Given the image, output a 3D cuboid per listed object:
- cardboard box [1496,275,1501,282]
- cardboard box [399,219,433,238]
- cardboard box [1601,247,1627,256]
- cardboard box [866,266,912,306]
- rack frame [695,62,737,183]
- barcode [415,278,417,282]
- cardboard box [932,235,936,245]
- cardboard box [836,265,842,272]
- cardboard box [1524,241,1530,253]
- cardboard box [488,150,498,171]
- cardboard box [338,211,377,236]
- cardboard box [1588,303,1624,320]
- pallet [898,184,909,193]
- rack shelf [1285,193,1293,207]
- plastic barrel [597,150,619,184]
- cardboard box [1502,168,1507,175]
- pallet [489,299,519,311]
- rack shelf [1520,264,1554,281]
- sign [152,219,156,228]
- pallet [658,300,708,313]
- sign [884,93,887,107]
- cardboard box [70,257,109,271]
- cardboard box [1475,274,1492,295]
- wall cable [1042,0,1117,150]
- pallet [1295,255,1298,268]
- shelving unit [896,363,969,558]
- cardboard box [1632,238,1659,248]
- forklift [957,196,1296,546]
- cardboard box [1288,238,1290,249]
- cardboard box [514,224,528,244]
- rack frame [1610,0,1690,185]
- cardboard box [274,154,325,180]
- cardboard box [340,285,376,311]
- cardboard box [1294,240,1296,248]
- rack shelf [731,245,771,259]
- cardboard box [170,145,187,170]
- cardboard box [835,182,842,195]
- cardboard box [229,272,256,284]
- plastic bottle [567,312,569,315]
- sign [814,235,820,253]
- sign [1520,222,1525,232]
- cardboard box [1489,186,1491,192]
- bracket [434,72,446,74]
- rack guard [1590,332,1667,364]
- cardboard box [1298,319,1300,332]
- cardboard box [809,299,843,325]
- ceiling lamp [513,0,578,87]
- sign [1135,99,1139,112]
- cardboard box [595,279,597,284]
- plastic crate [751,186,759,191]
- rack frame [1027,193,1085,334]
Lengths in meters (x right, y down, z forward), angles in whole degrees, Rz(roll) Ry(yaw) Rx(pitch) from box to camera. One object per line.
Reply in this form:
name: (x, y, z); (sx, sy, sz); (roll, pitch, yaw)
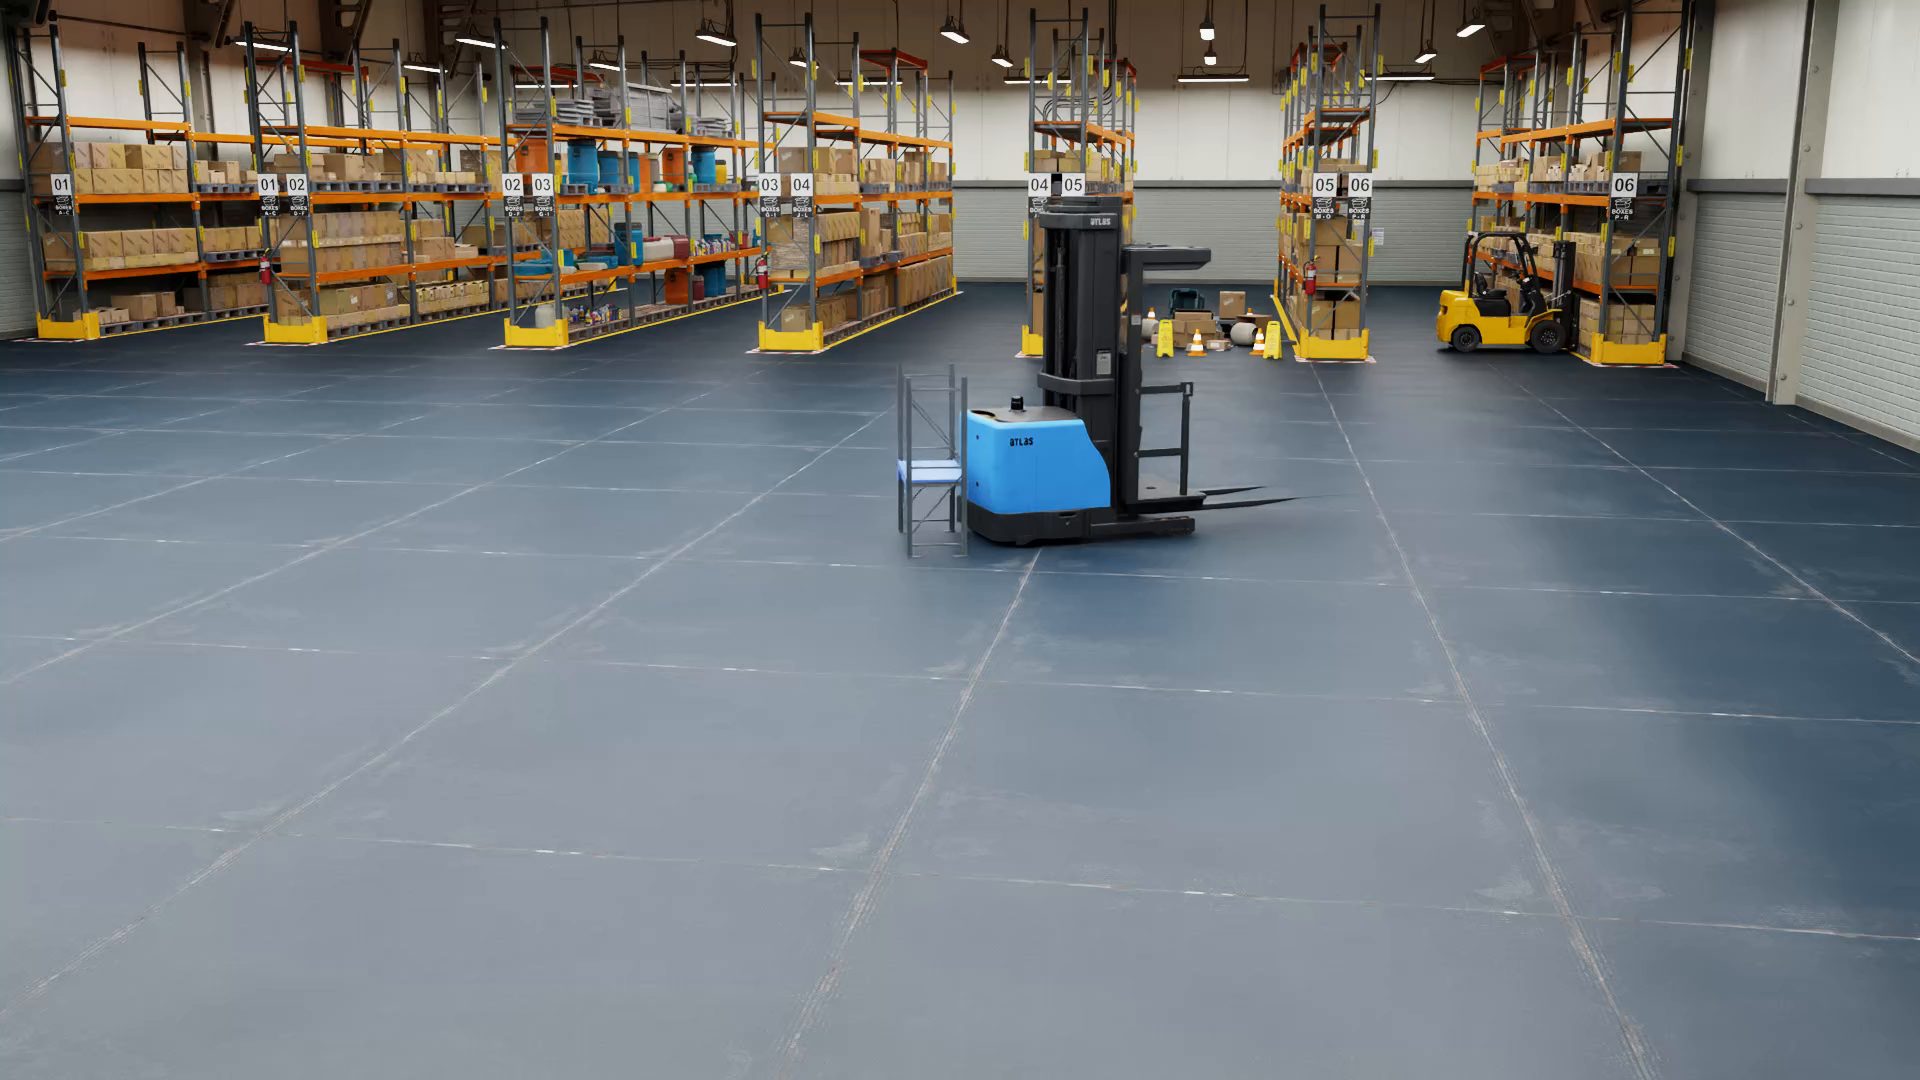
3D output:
cardboard box: (13.061, -6.274, 39.883); (0.380, 0.149, 0.250); (2, 12, 11)
cardboard box: (-15.556, -8.723, 47.139); (0.980, 0.700, 0.700); (2, 12, 8)
cardboard box: (11.310, -4.989, 28.746); (0.380, 0.149, 0.250); (2, 12, 9)
cardboard box: (-1.807, -5.998, 39.251); (1.225, 0.875, 0.875); (1, 12, 6)
rack frame: (-6.212, -10.614, 42.384); (1.000, 3.000, 0.127); (2, 12, 9)
barcode: (-11.886, -5.679, 36.337); (0.001, 0.075, 0.075); (2, 12, 9)
cardboard box: (-0.906, -7.786, 43.150); (0.500, 0.250, 0.500); (2, 12, 8)
cardboard box: (-2.536, -5.367, 32.872); (0.380, 0.149, 0.250); (2, 12, 9)
cardboard box: (12.430, -6.295, 35.750); (0.500, 0.250, 0.500); (2, 12, 9)
cardboard box: (-11.569, -9.211, 40.382); (0.500, 0.500, 0.500); (2, 12, 9)
cardboard box: (-12.552, -6.558, 34.489); (0.700, 0.500, 0.500); (2, 12, 9)
cardboard box: (11.296, -3.998, 29.080); (0.500, 0.250, 0.500); (2, 12, 11)
pallet: (-1.887, -8.198, 38.742); (1.213, 0.211, 1.003); (2, 12, 11)
rack shelf: (8.166, -7.898, 38.610); (1.077, 0.370, 4.000); (2, 12, 9)
plastic barrel: (-7.579, -7.840, 35.444); (0.600, 0.901, 0.708); (2, 12, 9)
cardboard box: (12.835, -8.571, 38.681); (0.380, 0.149, 0.250); (2, 12, 8)
pallet: (-11.569, -5.801, 40.910); (1.003, 0.211, 1.213); (2, 12, 9)
rack shelf: (12.456, -5.439, 34.319); (1.077, 0.370, 4.000); (2, 12, 9)
sign: (-17.781, -6.920, 36.736); (0.100, 0.325, 0.005); (2, 12, 9)
pallet: (-6.747, -5.651, 40.214); (1.003, 0.211, 1.213); (2, 12, 9)
sign: (-1.863, -11.011, 41.632); (0.100, 0.325, 0.005); (2, 12, 9)
cardboard box: (-17.458, -5.532, 33.352); (0.500, 0.250, 0.500); (2, 12, 7)
cardboard box: (13.637, -6.555, 42.725); (0.700, 0.500, 0.500); (2, 12, 11)
wall cable: (3.572, -13.924, 50.108); (2.277, 5.999, 0.120); (2, 12, 9)
pallet: (7.595, -5.860, 35.020); (1.003, 0.211, 1.213); (2, 12, 9)
shelving unit: (-0.245, -0.697, 14.168); (0.538, 1.500, 1.048); (-1, 12, -6)
cardboard box: (11.796, -5.116, 28.630); (0.380, 0.149, 0.250); (2, 12, 8)
forklift: (1.545, -1.553, 14.744); (3.031, 2.935, 1.130); (-4, 13, -20)
cardboard box: (7.757, -6.754, 37.883); (0.500, 0.250, 0.500); (2, 12, 7)
cardboard box: (-11.317, -7.727, 41.994); (0.700, 0.500, 0.500); (-1, 12, -6)
rack frame: (11.534, -7.474, 27.816); (1.000, 3.000, 0.127); (2, 12, 9)
cardboard box: (-12.859, -7.255, 32.342); (0.797, 0.503, 0.637); (3, 12, 13)
cardboard box: (-12.416, -4.989, 34.273); (0.500, 0.500, 0.500); (2, 12, 9)
cardboard box: (7.488, -6.572, 35.928); (0.500, 0.500, 0.500); (3, 12, 12)
rack shelf: (-5.905, -7.746, 45.024); (1.077, 0.370, 4.000); (2, 12, 9)
cardboard box: (-17.041, -8.238, 35.820); (0.500, 0.500, 0.500); (1, 12, 4)
cardboard box: (-2.606, -6.827, 32.287); (0.500, 0.250, 0.500); (2, 12, 10)
cardboard box: (-16.899, -6.154, 39.038); (0.500, 0.250, 0.500); (2, 12, 8)
plastic bottle: (-8.100, -4.615, 34.032); (0.144, 0.351, 0.185); (2, 12, 11)
sign: (-2.627, -5.429, 30.508); (0.100, 0.325, 0.005); (2, 12, 9)
sign: (12.226, -6.750, 36.134); (0.100, 0.325, 0.005); (2, 12, 9)
cardboard box: (13.378, -8.733, 41.370); (0.380, 0.149, 0.250); (2, 12, 9)
bracket: (-15.539, -14.020, 49.642); (0.235, 0.232, 0.430); (2, 12, 9)
rack guard: (11.530, -3.315, 28.688); (1.175, 0.500, 0.348); (2, 12, 9)
cardboard box: (6.815, -4.170, 32.253); (0.500, 0.250, 0.500); (3, 12, 12)
cardboard box: (-2.730, -4.637, 33.829); (0.500, 0.500, 0.500); (6, 14, 27)
ceiling lamp: (-12.478, -15.098, 49.335); (2.000, 3.185, 0.800); (2, 12, 9)
sign: (4.728, -11.616, 44.442); (0.100, 0.325, 0.005); (2, 12, 9)
cardboard box: (-10.482, -7.303, 46.941); (0.380, 0.166, 0.250); (2, 12, 9)
plastic crate: (-5.670, -9.413, 44.559); (0.437, 0.136, 0.530); (2, 12, 9)
rack frame: (1.722, -4.841, 29.837); (1.000, 3.000, 0.127); (2, 12, 9)
